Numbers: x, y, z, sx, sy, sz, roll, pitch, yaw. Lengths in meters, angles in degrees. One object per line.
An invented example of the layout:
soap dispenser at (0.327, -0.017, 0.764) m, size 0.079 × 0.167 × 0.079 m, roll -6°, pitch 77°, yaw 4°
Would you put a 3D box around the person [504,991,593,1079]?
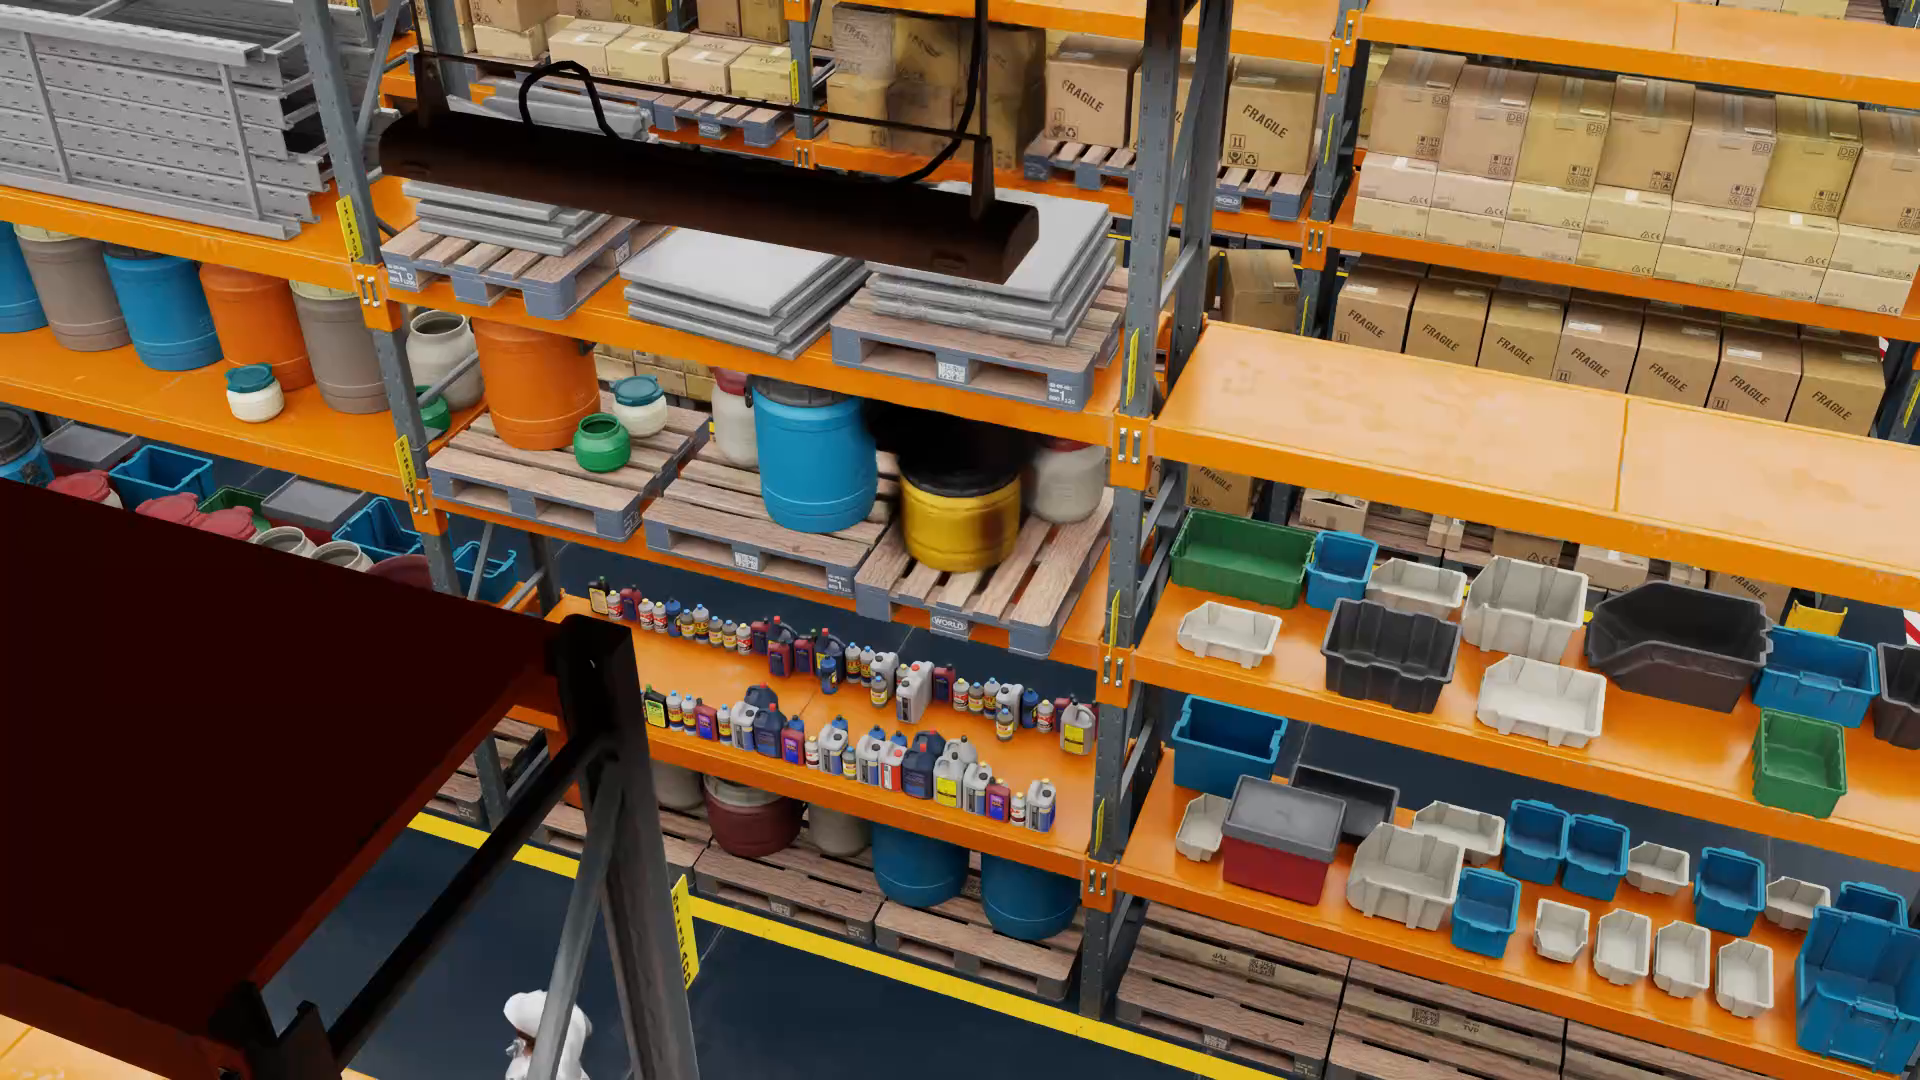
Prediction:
person at (-1.937, 2.811, 8.126) m, size 0.849 × 1.765 × 0.683 m, roll 5°, pitch 37°, yaw 7°
